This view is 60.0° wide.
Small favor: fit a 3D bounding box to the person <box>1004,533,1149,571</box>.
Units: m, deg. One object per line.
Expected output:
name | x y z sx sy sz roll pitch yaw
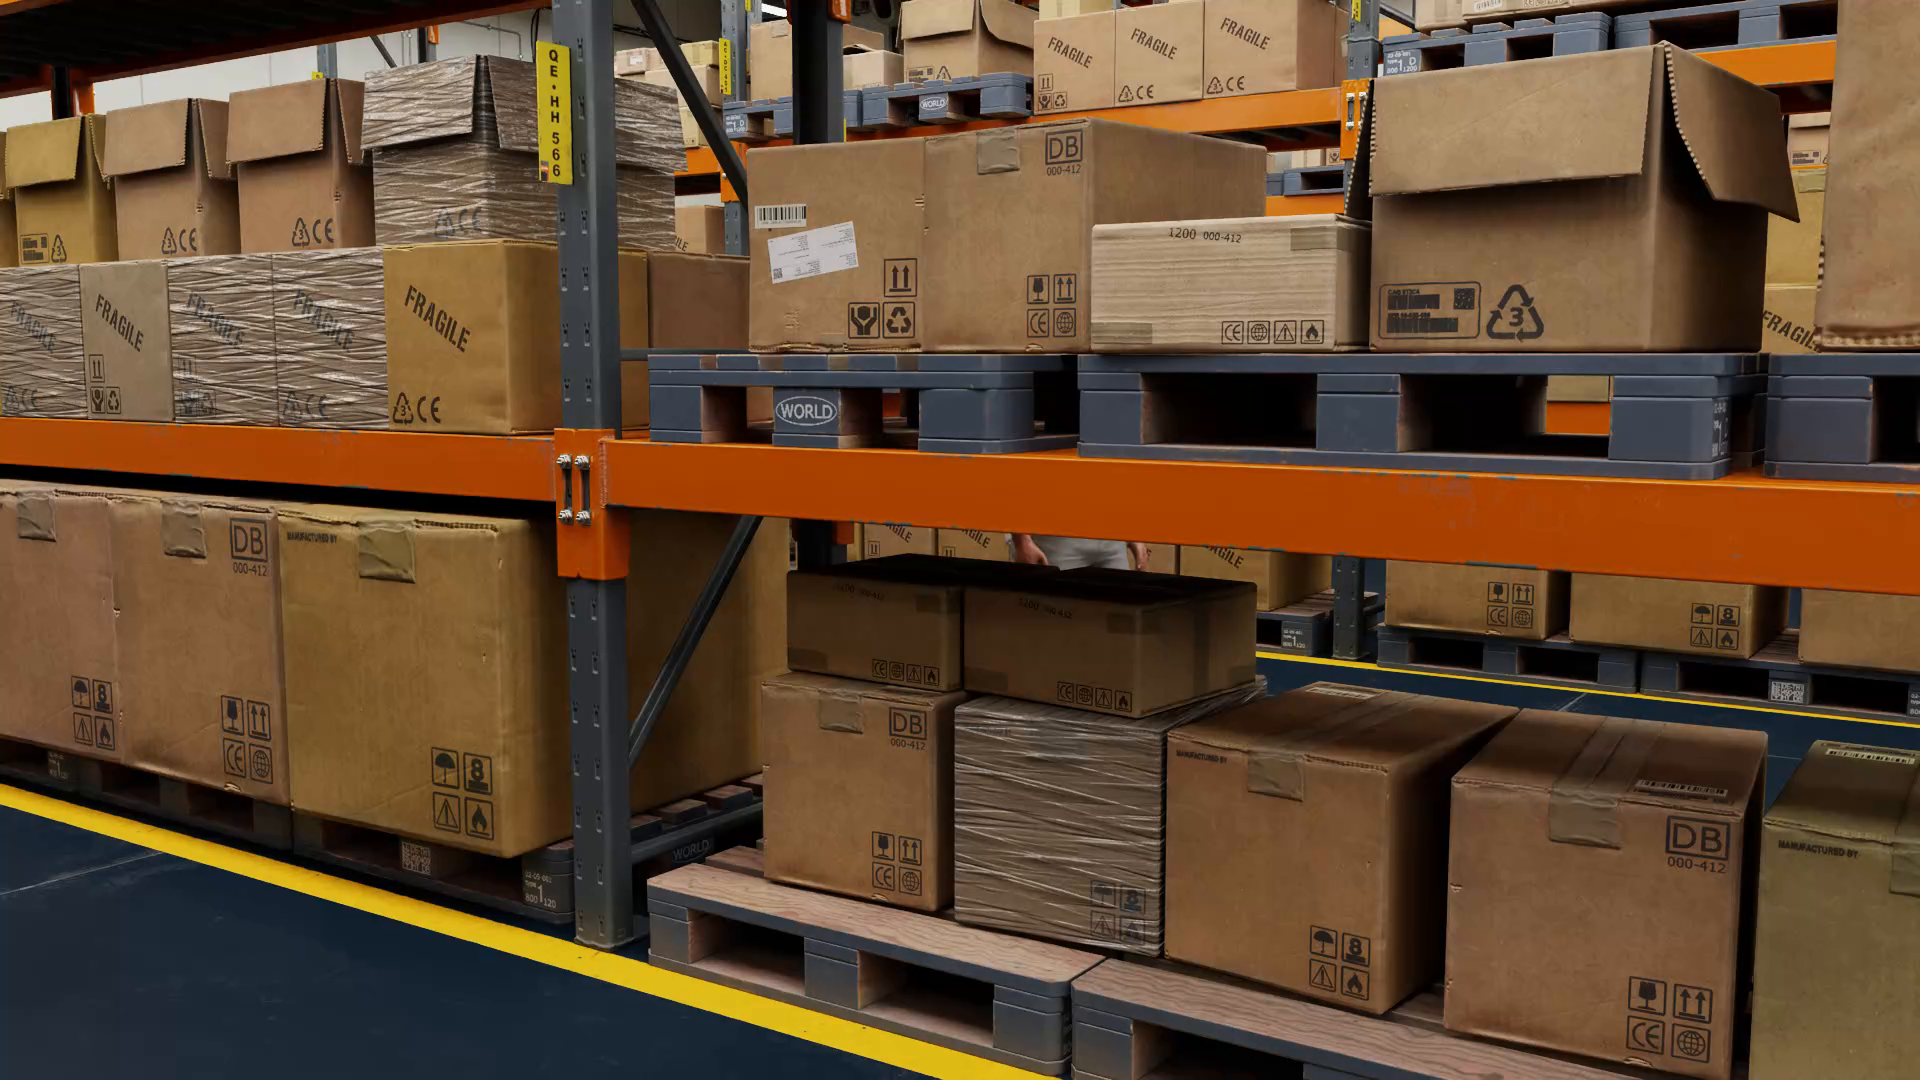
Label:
person | 0.385 0.005 5.689 0.585 1.749 0.435 -5 8 -37
